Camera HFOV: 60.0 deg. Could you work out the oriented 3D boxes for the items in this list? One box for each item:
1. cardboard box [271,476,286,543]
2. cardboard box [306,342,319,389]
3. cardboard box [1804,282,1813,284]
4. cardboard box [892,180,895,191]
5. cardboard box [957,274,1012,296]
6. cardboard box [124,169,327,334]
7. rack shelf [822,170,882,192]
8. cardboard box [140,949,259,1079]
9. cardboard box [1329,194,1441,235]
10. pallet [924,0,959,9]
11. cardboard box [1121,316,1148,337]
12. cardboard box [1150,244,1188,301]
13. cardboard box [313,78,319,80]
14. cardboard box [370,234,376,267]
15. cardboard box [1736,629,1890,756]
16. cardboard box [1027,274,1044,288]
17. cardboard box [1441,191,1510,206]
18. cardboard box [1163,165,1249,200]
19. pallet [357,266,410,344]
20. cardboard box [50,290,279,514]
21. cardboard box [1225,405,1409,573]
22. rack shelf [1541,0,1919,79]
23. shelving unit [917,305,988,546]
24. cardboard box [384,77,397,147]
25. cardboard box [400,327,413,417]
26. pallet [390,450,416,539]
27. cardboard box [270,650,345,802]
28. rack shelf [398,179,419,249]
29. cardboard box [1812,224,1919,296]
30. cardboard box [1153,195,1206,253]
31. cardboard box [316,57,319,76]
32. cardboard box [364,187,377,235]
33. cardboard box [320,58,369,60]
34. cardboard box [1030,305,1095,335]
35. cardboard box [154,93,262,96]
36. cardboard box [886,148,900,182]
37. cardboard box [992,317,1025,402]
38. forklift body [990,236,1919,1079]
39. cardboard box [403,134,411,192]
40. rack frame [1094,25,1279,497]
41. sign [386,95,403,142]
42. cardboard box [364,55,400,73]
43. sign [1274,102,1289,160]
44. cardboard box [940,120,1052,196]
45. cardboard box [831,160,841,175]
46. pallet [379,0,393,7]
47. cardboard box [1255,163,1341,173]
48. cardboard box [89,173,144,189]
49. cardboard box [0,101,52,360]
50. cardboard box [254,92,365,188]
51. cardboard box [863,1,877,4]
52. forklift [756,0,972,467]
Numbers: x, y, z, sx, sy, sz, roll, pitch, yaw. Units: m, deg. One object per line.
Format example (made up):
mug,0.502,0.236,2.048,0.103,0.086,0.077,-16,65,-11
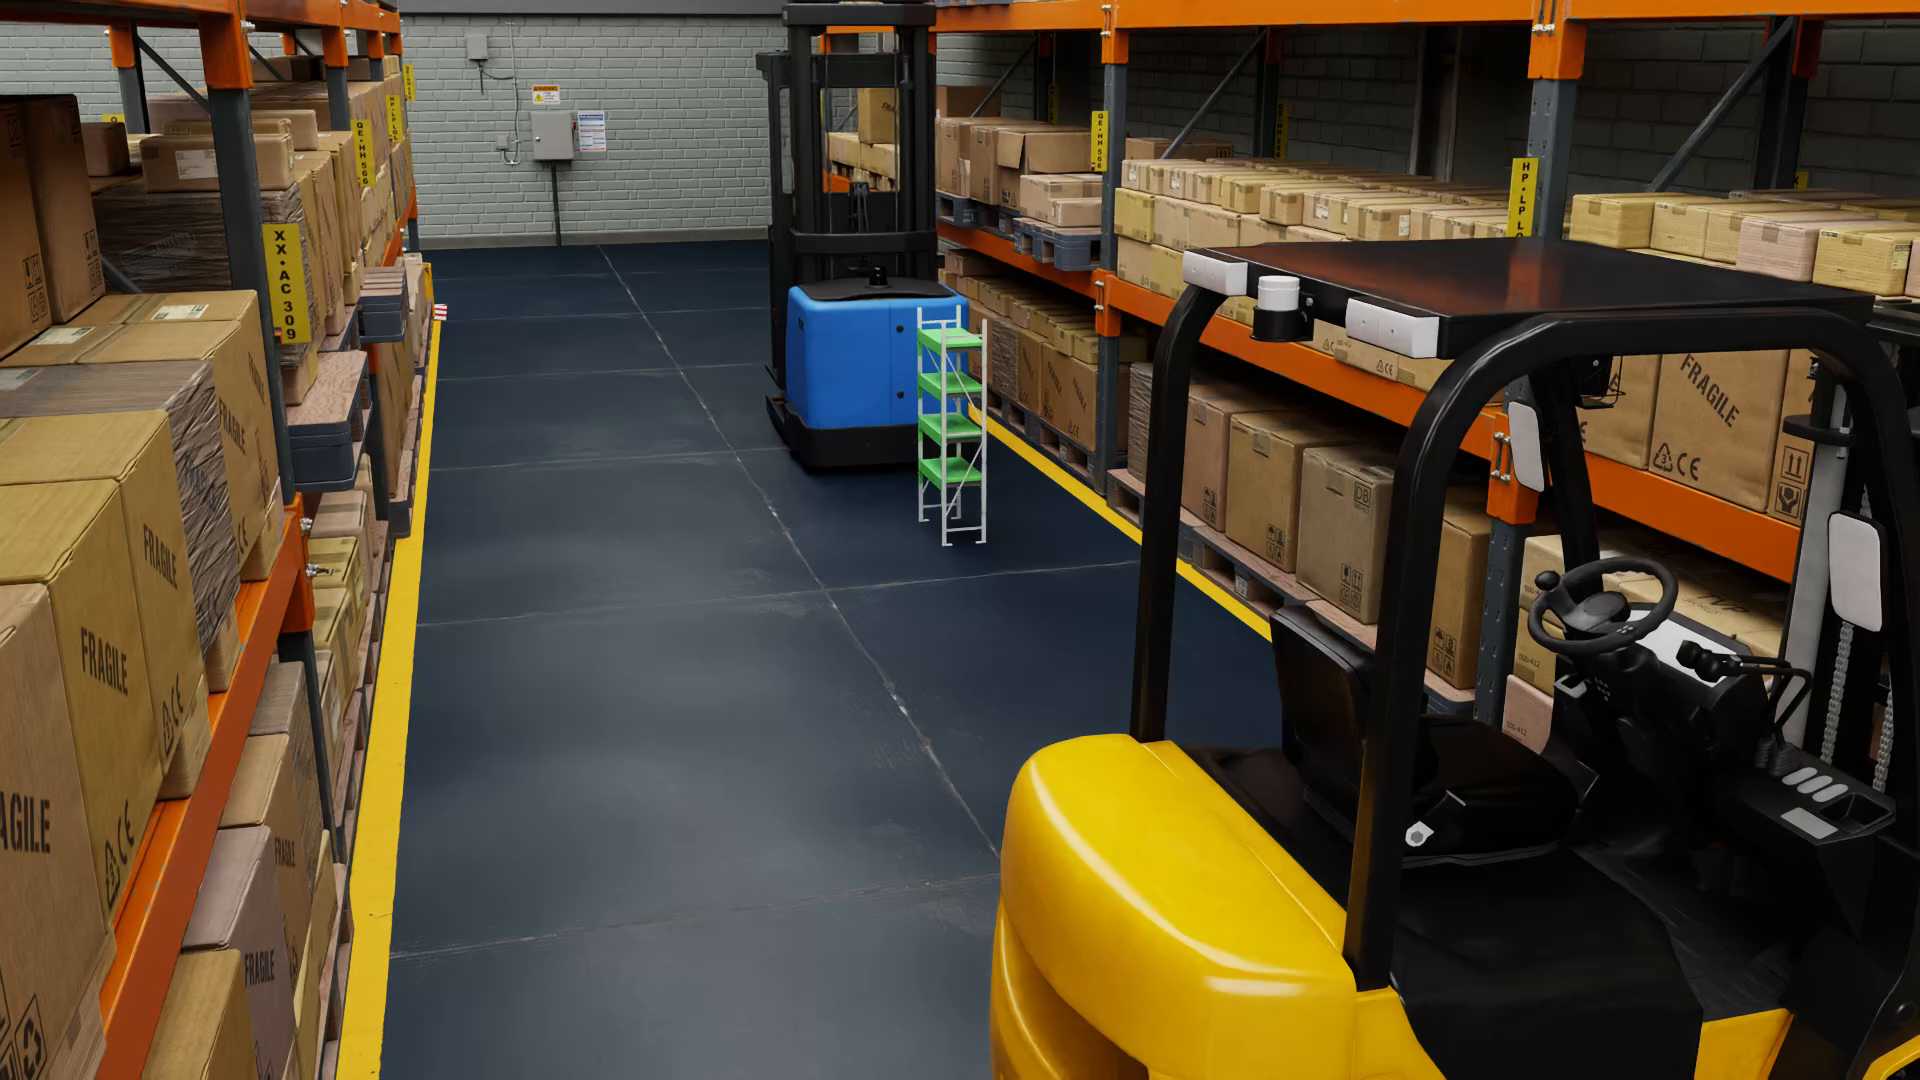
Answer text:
cardboard box,-1.994,-0.059,4.370,0.380,0.149,0.250,-5,17,-16
cardboard box,-2.283,-0.572,5.350,0.380,0.149,0.250,-4,17,-14
cardboard box,2.399,-0.671,4.672,0.380,0.149,0.250,-4,17,-14
cardboard box,-0.366,-3.013,14.205,0.380,0.149,0.250,-4,17,-14
cardboard box,0.191,-1.974,12.797,0.380,0.149,0.250,-5,17,-17
cardboard box,-2.367,-0.926,5.400,0.500,0.500,0.500,-5,17,-15
rack shelf,-0.352,-3.059,15.171,1.077,0.370,4.000,-5,17,-15
cardboard box,-1.517,1.084,2.875,0.500,0.500,0.500,-4,17,-14
cardboard box,1.772,-1.354,6.945,0.380,0.149,0.250,-5,17,-17
pallet,0.309,-4.011,12.203,1.213,0.211,1.003,-5,17,-15
cardboard box,1.261,-1.365,10.771,0.380,0.149,0.250,-4,17,-15
cardboard box,1.317,-1.390,8.627,0.500,0.250,0.500,-5,17,-16
cardboard box,-5.101,-3.233,12.589,0.500,0.500,0.500,-5,17,-16
cardboard box,-3.525,-1.574,9.240,0.500,0.250,0.500,-5,17,-17
cardboard box,2.506,0.437,4.594,0.500,0.250,0.500,-4,17,-13
cardboard box,0.728,-1.947,12.707,0.380,0.149,0.250,-5,17,-15
cardboard box,2.281,-1.397,7.089,0.380,0.149,0.250,-5,17,-15
cardboard box,1.271,-1.848,8.589,0.380,0.149,0.250,-4,17,-14
pallet,-3.176,-1.070,7.632,1.213,0.211,1.003,-5,17,-15
cardboard box,-2.014,-0.331,4.149,0.500,0.500,0.500,-5,17,-17
cardboard box,1.828,-0.268,8.027,0.875,0.625,0.625,-5,18,-18
rack shelf,2.946,-1.176,3.690,1.077,0.370,4.000,-5,17,-15
shelving unit,-0.046,-0.620,8.932,0.258,1.200,0.503,-5,17,-15
cardboard box,-4.605,-3.274,12.727,0.500,0.500,0.500,-5,17,-16
cardboard box,-4.071,-1.226,10.782,0.875,0.875,0.875,-4,17,-14
pallet,-3.619,-0.239,9.380,1.003,0.211,1.213,-5,17,-15
cardboard box,-2.522,0.669,5.350,0.950,0.372,0.625,-4,17,-15
rack shelf,-5.123,-2.665,13.862,1.077,0.370,4.000,-5,17,-15
cardboard box,2.505,-0.743,4.392,0.380,0.149,0.250,-5,17,-16
cardboard box,1.321,-1.631,8.558,0.500,0.250,0.500,-4,17,-14
cardboard box,-5.337,-3.779,13.281,0.380,0.149,0.250,-5,17,-15
cardboard box,-3.517,-1.821,9.190,0.500,0.250,0.500,-4,17,-14
cardboard box,-4.497,-3.471,12.256,0.380,0.149,0.250,-4,17,-14
cardboard box,0.685,-1.470,11.119,0.380,0.149,0.250,-5,17,-16
cardboard box,-4.017,-2.141,8.952,0.500,0.500,0.500,-4,17,-14
cardboard box,-0.329,-3.180,14.067,0.500,0.250,0.500,-5,17,-15
cardboard box,0.540,-1.274,11.593,0.500,0.500,0.500,-5,18,-17
forklift body,1.220,0.495,3.564,2.313,2.155,1.214,-5,17,-15
cardboard box,-5.012,-3.217,14.274,0.500,0.500,0.500,-4,17,-14
rack frame,1.297,-1.744,9.543,1.000,3.000,0.127,-5,17,-15
sign,-4.055,-3.019,11.913,0.100,0.325,0.005,-5,17,-15
cardboard box,-5.137,-4.184,14.627,0.380,0.149,0.250,-5,17,-16
sign,1.830,-2.343,9.525,0.100,0.325,0.005,-5,17,-15
cardboard box,0.258,-2.804,12.170,0.700,0.500,0.500,-5,17,-15
cardboard box,-1.075,-3.724,16.571,0.380,0.149,0.250,-5,17,-16
pallet,-5.120,-4.415,13.375,1.003,0.211,1.213,-5,17,-15
cardboard box,1.773,-1.888,8.723,0.380,0.149,0.250,-5,17,-15
cardboard box,-2.860,-0.882,5.253,0.500,0.500,0.500,-5,17,-15
cardboard box,-2.343,-0.631,3.410,0.700,0.500,0.500,-5,17,-15
cardboard box,-3.521,-2.169,9.047,0.500,0.500,0.500,-5,17,-15
cardboard box,-0.637,-4.666,14.494,0.380,0.149,0.250,-4,17,-14
forklift,-0.761,-2.232,11.288,1.130,2.935,3.031,-4,17,-13
